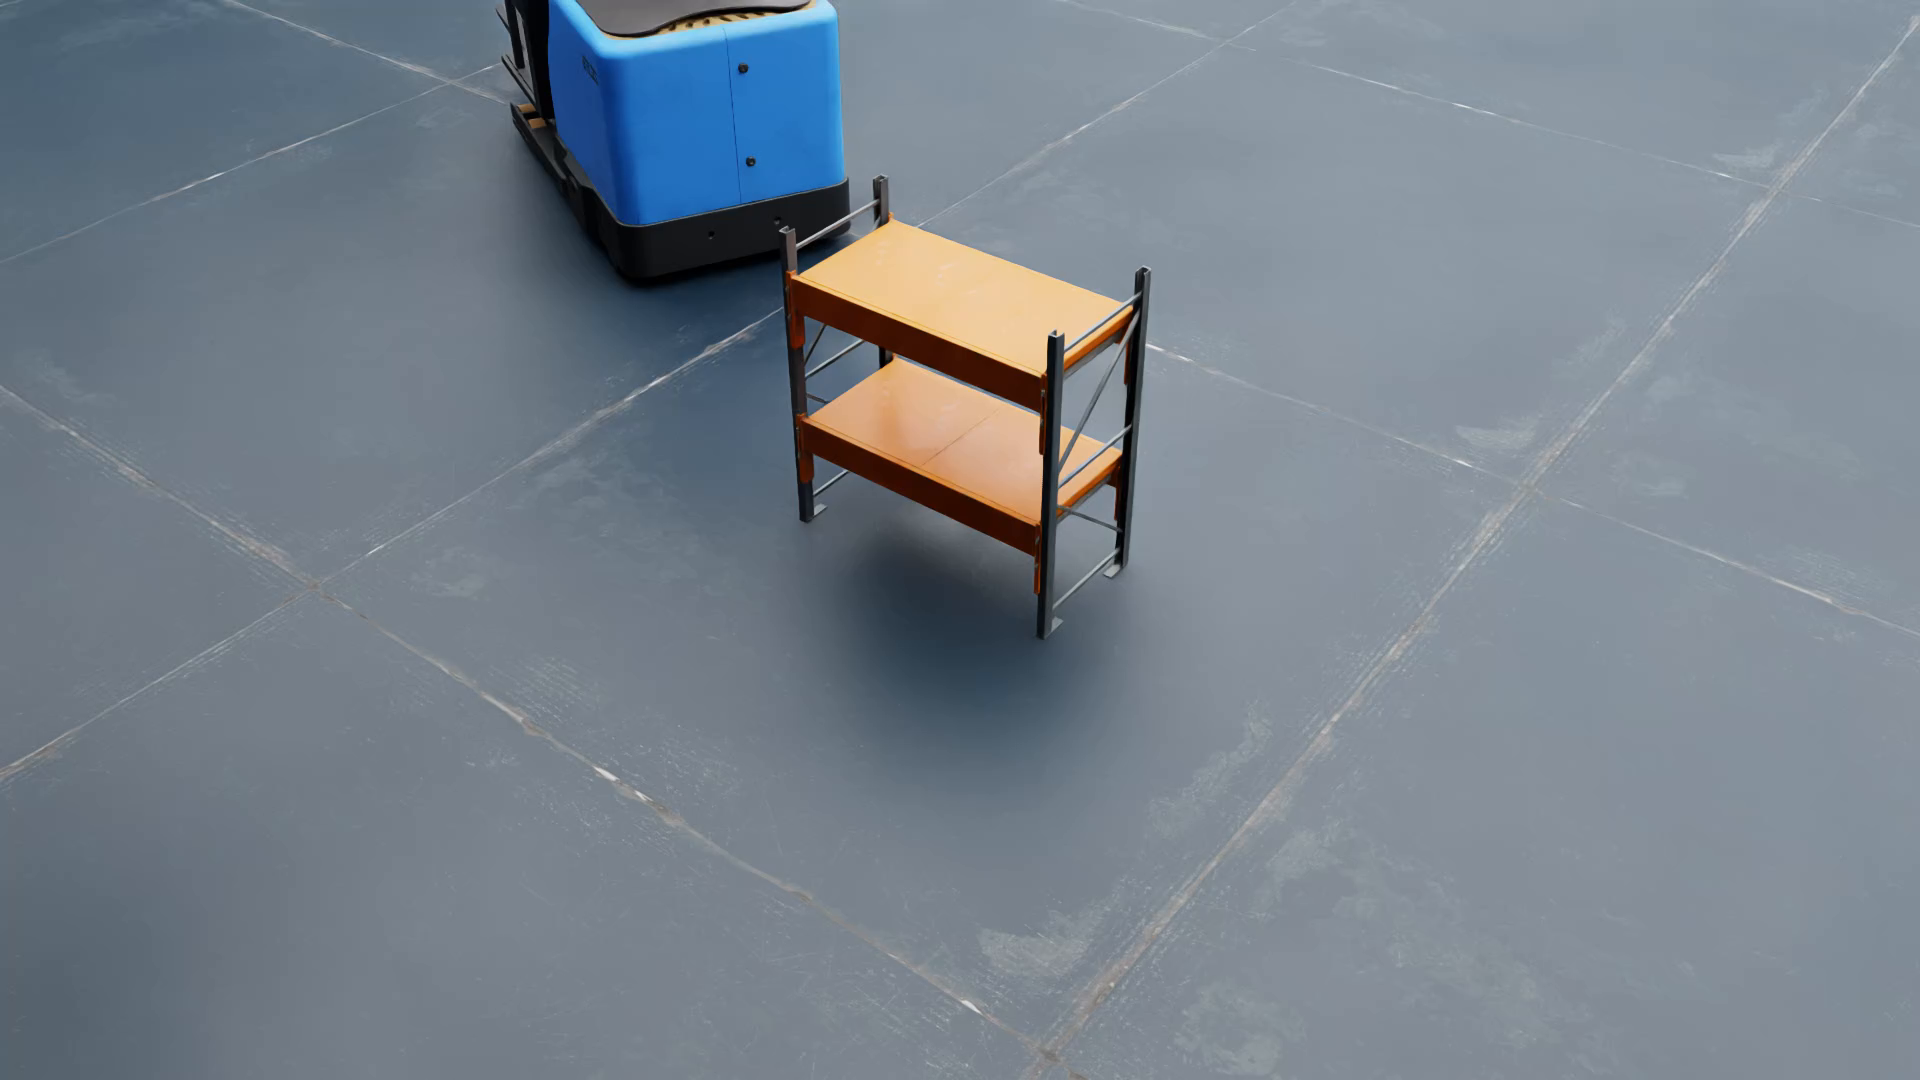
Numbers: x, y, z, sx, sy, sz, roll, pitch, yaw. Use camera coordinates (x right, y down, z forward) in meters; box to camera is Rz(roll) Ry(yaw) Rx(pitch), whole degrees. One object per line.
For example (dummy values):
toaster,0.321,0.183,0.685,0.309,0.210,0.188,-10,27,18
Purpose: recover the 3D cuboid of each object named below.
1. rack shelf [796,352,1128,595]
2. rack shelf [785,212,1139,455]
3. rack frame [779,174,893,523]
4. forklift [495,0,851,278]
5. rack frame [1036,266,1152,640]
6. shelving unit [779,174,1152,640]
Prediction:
rack shelf,0.005,-0.248,5.551,1.000,0.278,0.538,25,45,29
rack shelf,0.005,-0.671,5.220,1.000,0.278,0.538,25,45,29
rack frame,-0.398,-0.631,5.643,0.032,1.125,0.500,25,45,29
forklift,-1.585,-3.168,7.418,1.130,2.935,3.031,-17,41,-20
rack frame,0.409,-0.250,5.157,0.032,1.125,0.500,25,45,29
shelving unit,0.005,-0.440,5.400,1.048,1.125,0.538,25,45,29
